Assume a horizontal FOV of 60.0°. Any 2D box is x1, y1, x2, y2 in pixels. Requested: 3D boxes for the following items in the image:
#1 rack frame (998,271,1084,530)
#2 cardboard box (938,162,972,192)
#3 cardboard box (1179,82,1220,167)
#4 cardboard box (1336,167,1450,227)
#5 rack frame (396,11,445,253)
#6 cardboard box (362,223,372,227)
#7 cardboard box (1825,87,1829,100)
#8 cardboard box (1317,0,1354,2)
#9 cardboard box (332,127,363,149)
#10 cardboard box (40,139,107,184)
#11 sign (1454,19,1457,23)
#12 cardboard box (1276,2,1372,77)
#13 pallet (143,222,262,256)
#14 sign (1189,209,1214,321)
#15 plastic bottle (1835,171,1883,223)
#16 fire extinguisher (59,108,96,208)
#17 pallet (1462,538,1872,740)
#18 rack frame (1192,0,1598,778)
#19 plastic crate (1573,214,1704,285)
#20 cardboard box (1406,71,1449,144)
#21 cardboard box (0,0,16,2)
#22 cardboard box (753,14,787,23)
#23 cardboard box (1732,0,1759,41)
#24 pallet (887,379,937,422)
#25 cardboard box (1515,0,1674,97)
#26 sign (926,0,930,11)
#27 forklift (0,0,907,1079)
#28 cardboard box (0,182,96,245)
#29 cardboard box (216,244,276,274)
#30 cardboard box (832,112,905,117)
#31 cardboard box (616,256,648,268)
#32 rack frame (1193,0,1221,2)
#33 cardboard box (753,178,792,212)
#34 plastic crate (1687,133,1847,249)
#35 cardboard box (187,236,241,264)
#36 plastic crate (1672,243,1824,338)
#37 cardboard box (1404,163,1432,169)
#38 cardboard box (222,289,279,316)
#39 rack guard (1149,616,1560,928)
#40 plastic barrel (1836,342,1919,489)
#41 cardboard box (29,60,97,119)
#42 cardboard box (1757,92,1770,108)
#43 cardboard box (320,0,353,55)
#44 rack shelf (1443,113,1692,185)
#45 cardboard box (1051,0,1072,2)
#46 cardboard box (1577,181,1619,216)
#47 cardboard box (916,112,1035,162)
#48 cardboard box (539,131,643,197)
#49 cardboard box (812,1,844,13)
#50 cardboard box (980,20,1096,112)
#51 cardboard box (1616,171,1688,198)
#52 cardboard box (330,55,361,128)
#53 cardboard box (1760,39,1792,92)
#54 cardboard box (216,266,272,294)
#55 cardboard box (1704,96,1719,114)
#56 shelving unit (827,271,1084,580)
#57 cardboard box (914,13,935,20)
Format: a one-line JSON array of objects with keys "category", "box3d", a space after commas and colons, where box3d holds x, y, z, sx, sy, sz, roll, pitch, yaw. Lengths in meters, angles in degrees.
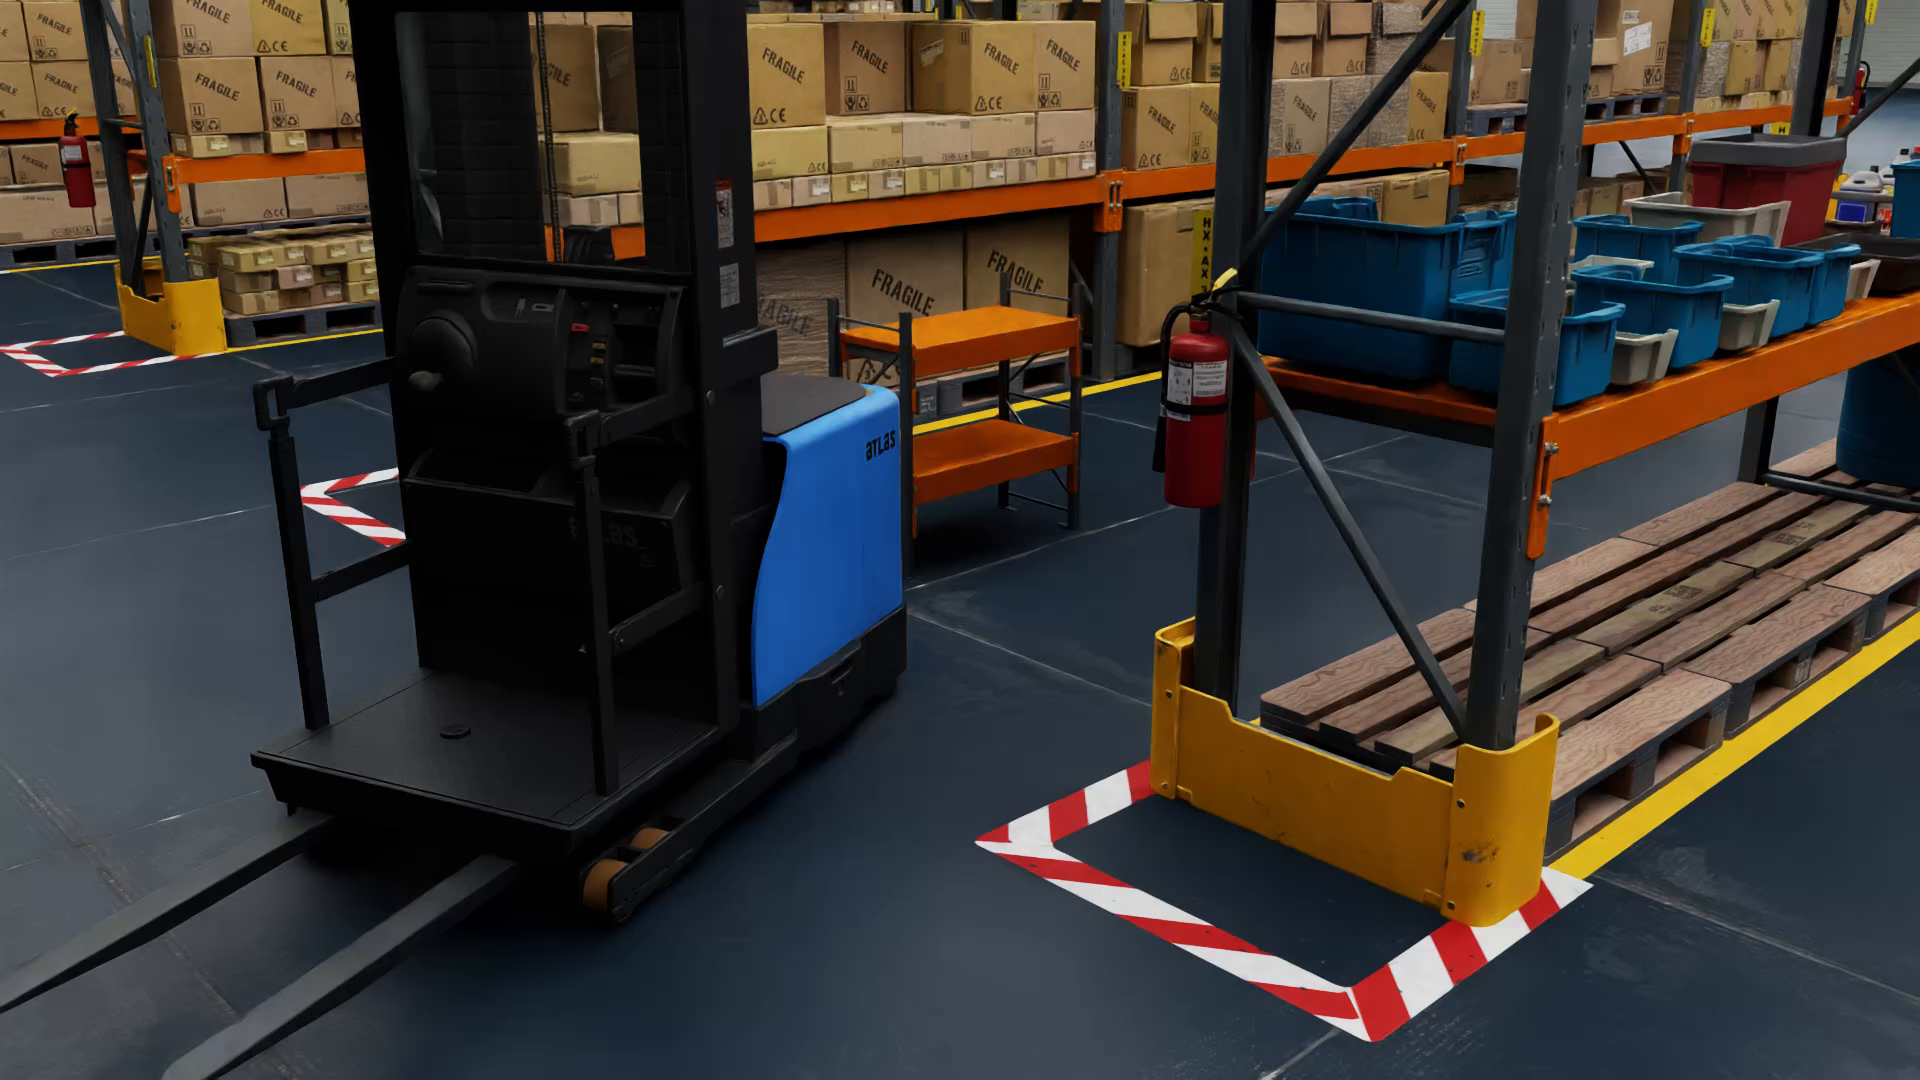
[{"category": "rack frame", "box3d": [0.364, -0.641, 7.639, 0.032, 1.125, 0.500, -16, 24, -41]}, {"category": "cardboard box", "box3d": [-0.148, -2.061, 9.385, 0.250, 0.149, 0.380, -16, 24, -40]}, {"category": "cardboard box", "box3d": [1.467, -2.732, 10.887, 0.500, 0.500, 0.500, -16, 24, -41]}, {"category": "cardboard box", "box3d": [2.987, -2.432, 12.885, 1.225, 0.875, 0.875, 17, 24, 41]}, {"category": "rack frame", "box3d": [-2.310, -1.689, 7.831, 0.127, 3.000, 1.000, -16, 24, -41]}, {"category": "cardboard box", "box3d": [-4.455, -2.382, 12.946, 0.380, 0.149, 0.250, 17, 25, 42]}, {"category": "cardboard box", "box3d": [9.068, -4.800, 17.834, 0.250, 0.149, 0.380, -16, 24, -41]}, {"category": "cardboard box", "box3d": [4.173, -6.246, 19.893, 0.550, 0.550, 0.875, -16, 24, -41]}, {"category": "cardboard box", "box3d": [-4.487, -2.944, 12.107, 0.250, 0.149, 0.380, -17, 24, -41]}, {"category": "cardboard box", "box3d": [-10.620, -4.533, 19.974, 0.700, 0.500, 0.500, 17, 24, 42]}, {"category": "sign", "box3d": [6.344, -6.751, 21.183, 0.005, 0.325, 0.100, -16, 24, -41]}, {"category": "cardboard box", "box3d": [2.485, -3.620, 11.998, 0.637, 0.503, 0.797, -16, 24, -40]}, {"category": "pallet", "box3d": [-7.705, -3.028, 16.480, 1.213, 0.211, 1.003, -16, 24, -41]}, {"category": "sign", "box3d": [0.703, -0.777, 4.752, 0.005, 0.325, 0.100, -16, 24, -41]}, {"category": "plastic bottle", "box3d": [4.064, -1.524, 7.522, 0.135, 0.276, 0.152, -16, 24, -41]}, {"category": "fire extinguisher", "box3d": [-6.144, -2.658, 11.549, 0.183, 0.674, 0.296, -16, 24, -41]}, {"category": "pallet", "box3d": [2.605, 0.324, 6.143, 1.213, 0.211, 1.003, -16, 24, -41]}, {"category": "rack frame", "box3d": [1.093, -0.579, 4.407, 0.127, 3.000, 1.000, -16, 24, -41]}, {"category": "plastic crate", "box3d": [2.409, -1.021, 5.943, 0.300, 0.233, 0.416, -16, 24, -41]}, {"category": "cardboard box", "box3d": [3.315, -3.272, 12.550, 0.500, 0.500, 0.500, -15, 23, -39]}, {"category": "cardboard box", "box3d": [-8.529, -4.826, 14.672, 0.250, 0.149, 0.380, -16, 24, -40]}, {"category": "cardboard box", "box3d": [-2.446, -6.149, 20.262, 0.500, 0.500, 0.500, -15, 23, -38]}, {"category": "cardboard box", "box3d": [7.273, -5.041, 15.904, 0.500, 0.500, 0.500, -16, 24, -41]}, {"category": "pallet", "box3d": [-0.897, -0.807, 9.631, 1.213, 0.211, 1.003, -16, 24, -41]}, {"category": "cardboard box", "box3d": [5.736, -4.580, 15.094, 1.000, 1.000, 1.000, -16, 24, -40]}, {"category": "sign", "box3d": [-0.543, -8.951, 27.966, 0.005, 0.325, 0.100, -16, 24, -41]}, {"category": "forklift", "box3d": [-1.254, -0.537, 4.390, 1.130, 2.935, 3.031, 8, 20, 23]}, {"category": "cardboard box", "box3d": [-8.708, -3.053, 15.511, 0.875, 0.438, 0.875, 17, 24, 42]}, {"category": "cardboard box", "box3d": [-5.030, -1.984, 11.716, 0.380, 0.149, 0.250, 17, 24, 41]}, {"category": "cardboard box", "box3d": [-0.662, -2.351, 9.632, 0.500, 0.250, 0.500, -16, 24, -39]}, {"category": "cardboard box", "box3d": [-1.900, -1.032, 8.567, 0.875, 0.875, 0.875, -16, 24, -41]}, {"category": "rack frame", "box3d": [3.075, -5.365, 19.168, 0.127, 3.000, 1.000, -16, 24, -41]}, {"category": "cardboard box", "box3d": [-1.080, -1.789, 8.546, 0.250, 0.149, 0.380, -17, 24, -42]}, {"category": "plastic crate", "box3d": [3.178, -1.353, 6.592, 0.583, 0.464, 0.402, -16, 24, -41]}, {"category": "cardboard box", "box3d": [-5.434, -2.118, 12.129, 0.250, 0.149, 0.380, -16, 24, -40]}, {"category": "plastic crate", "box3d": [2.455, -0.786, 5.218, 0.300, 0.233, 0.416, -16, 24, -41]}, {"category": "cardboard box", "box3d": [5.534, -5.243, 21.556, 0.875, 0.875, 0.875, -16, 24, -40]}, {"category": "cardboard box", "box3d": [-5.044, -1.705, 11.821, 0.250, 0.149, 0.380, -16, 24, -40]}, {"category": "rack guard", "box3d": [1.084, 0.618, 4.768, 0.348, 0.500, 1.175, -16, 24, -41]}, {"category": "plastic barrel", "box3d": [4.406, -0.740, 7.624, 0.708, 0.901, 0.600, -16, 24, -41]}, {"category": "cardboard box", "box3d": [-8.224, -4.108, 15.130, 0.500, 0.500, 0.500, -17, 24, -42]}, {"category": "cardboard box", "box3d": [7.853, -4.411, 16.634, 0.250, 0.149, 0.380, -16, 24, -41]}, {"category": "cardboard box", "box3d": [-4.380, -3.736, 11.878, 0.500, 0.500, 0.500, -17, 25, -42]}, {"category": "rack shelf", "box3d": [4.956, -3.466, 14.477, 4.000, 0.370, 1.077, -16, 24, -41]}, {"category": "cardboard box", "box3d": [1.155, -7.496, 23.477, 0.500, 0.500, 0.700, -16, 24, -41]}, {"category": "cardboard box", "box3d": [5.589, -3.030, 15.306, 0.500, 0.500, 0.700, -16, 24, -41]}, {"category": "cardboard box", "box3d": [0.082, -2.344, 9.612, 0.500, 0.250, 0.500, -15, 23, -39]}, {"category": "cardboard box", "box3d": [-1.776, -1.800, 7.935, 0.500, 0.250, 0.500, -17, 25, -42]}, {"category": "cardboard box", "box3d": [-1.703, -6.876, 21.453, 0.250, 0.149, 0.380, -15, 23, -38]}, {"category": "cardboard box", "box3d": [0.446, -2.806, 9.821, 0.500, 0.500, 0.500, -15, 23, -39]}, {"category": "cardboard box", "box3d": [6.727, -3.318, 16.228, 0.500, 0.500, 0.500, 17, 25, 42]}, {"category": "cardboard box", "box3d": [-4.392, -3.264, 12.045, 0.500, 0.500, 0.500, -16, 24, -40]}, {"category": "cardboard box", "box3d": [7.852, -4.826, 16.860, 0.500, 0.500, 0.875, -16, 24, -41]}, {"category": "cardboard box", "box3d": [-5.087, -1.861, 11.819, 0.250, 0.149, 0.380, -15, 23, -39]}, {"category": "cardboard box", "box3d": [6.963, -4.141, 15.799, 0.250, 0.149, 0.380, -16, 24, -41]}, {"category": "shelving unit", "box3d": [-0.005, -0.534, 7.307, 1.048, 1.125, 0.538, -16, 24, -41]}, {"category": "cardboard box", "box3d": [-0.577, -6.692, 21.936, 0.500, 0.500, 0.500, -17, 24, -42]}]
